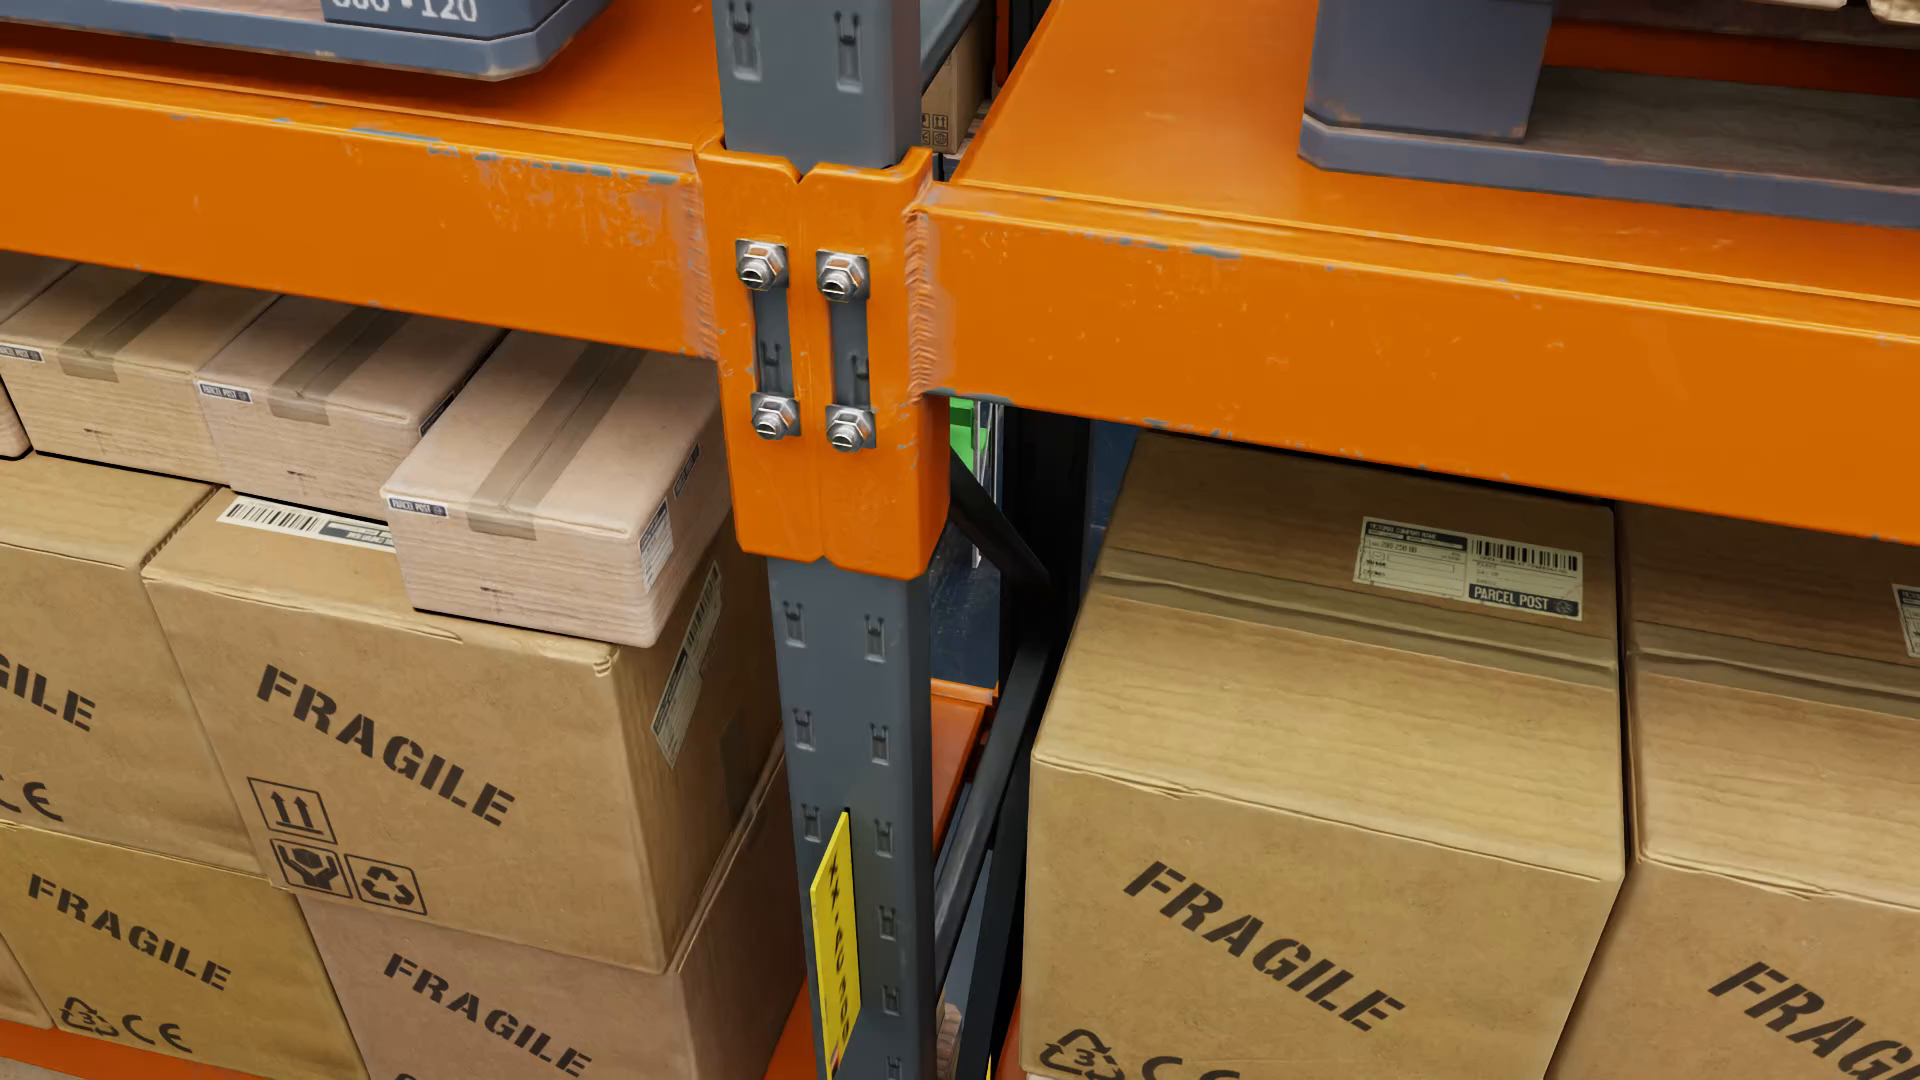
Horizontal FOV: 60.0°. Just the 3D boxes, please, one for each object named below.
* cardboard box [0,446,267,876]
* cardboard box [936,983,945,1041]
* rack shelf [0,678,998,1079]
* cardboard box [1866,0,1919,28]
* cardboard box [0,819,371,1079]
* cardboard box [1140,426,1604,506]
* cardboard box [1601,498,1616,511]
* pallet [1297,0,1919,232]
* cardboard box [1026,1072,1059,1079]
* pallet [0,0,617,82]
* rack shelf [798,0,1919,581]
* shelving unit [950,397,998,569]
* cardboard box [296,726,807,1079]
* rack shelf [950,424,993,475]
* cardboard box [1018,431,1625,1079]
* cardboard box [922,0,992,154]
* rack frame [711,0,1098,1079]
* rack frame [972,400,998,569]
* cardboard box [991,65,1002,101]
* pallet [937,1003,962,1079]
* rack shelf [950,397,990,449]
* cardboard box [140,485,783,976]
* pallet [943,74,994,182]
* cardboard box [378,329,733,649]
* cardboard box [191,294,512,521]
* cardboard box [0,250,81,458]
[{"bbox_3d":[-0.997,0.018,2.041,0.500,0.500,0.500,9,41,11],"label":"cardboard box"},{"bbox_3d":[-0.561,1.084,3.292,0.875,0.438,0.875,9,41,11],"label":"cardboard box"},{"bbox_3d":[-1.914,0.378,3.027,4.000,0.370,1.077,10,41,11],"label":"rack shelf"},{"bbox_3d":[0.794,-0.586,0.879,0.500,0.500,0.500,9,41,11],"label":"cardboard box"},{"bbox_3d":[-0.995,0.396,2.368,0.500,0.500,0.500,9,41,10],"label":"cardboard box"},{"bbox_3d":[0.514,-0.068,2.143,0.500,0.500,0.500,11,41,13],"label":"cardboard box"},{"bbox_3d":[1.016,0.014,2.046,0.500,0.500,0.500,11,41,12],"label":"cardboard box"},{"bbox_3d":[0.916,-0.519,1.351,1.217,0.209,0.805,8,41,10],"label":"pallet"},{"bbox_3d":[0.370,0.549,1.991,0.500,0.250,0.500,9,41,10],"label":"cardboard box"},{"bbox_3d":[-0.770,-0.822,1.633,1.213,0.211,1.003,10,41,11],"label":"pallet"},{"bbox_3d":[1.950,-0.106,1.270,4.000,0.370,1.077,10,41,11],"label":"rack shelf"},{"bbox_3d":[-0.160,-0.487,4.897,0.503,1.200,0.258,10,41,11],"label":"shelving unit"},{"bbox_3d":[-0.496,0.478,2.270,0.500,0.500,0.500,10,41,12],"label":"cardboard box"},{"bbox_3d":[-0.160,-0.254,5.092,0.480,0.148,0.258,10,41,11],"label":"rack shelf"},{"bbox_3d":[0.369,0.266,1.746,0.500,0.500,0.500,10,41,12],"label":"cardboard box"},{"bbox_3d":[-0.182,-2.018,6.938,0.500,0.500,0.700,8,41,10],"label":"cardboard box"},{"bbox_3d":[0.019,0.433,2.402,0.053,2.616,0.949,10,41,11],"label":"rack frame"},{"bbox_3d":[0.076,-0.446,4.849,0.015,1.200,0.240,10,41,11],"label":"rack frame"},{"bbox_3d":[0.301,-2.047,7.245,0.250,0.149,0.380,9,41,11],"label":"cardboard box"},{"bbox_3d":[-0.696,1.328,3.505,1.213,0.211,1.003,10,41,11],"label":"pallet"},{"bbox_3d":[-0.160,-0.438,4.938,0.480,0.148,0.258,10,41,11],"label":"rack shelf"},{"bbox_3d":[-0.509,0.107,1.935,0.500,0.500,0.500,9,41,11],"label":"cardboard box"},{"bbox_3d":[0.634,-1.696,7.106,1.213,0.211,1.003,10,41,11],"label":"pallet"},{"bbox_3d":[4.248,-0.270,3.668,8.416,2.449,5.789,9,41,11],"label":"cardboard box"},{"bbox_3d":[-0.589,-0.199,1.795,0.250,0.149,0.380,11,41,12],"label":"cardboard box"},{"bbox_3d":[-1.076,-0.278,1.889,0.250,0.149,0.380,9,41,11],"label":"cardboard box"}]
